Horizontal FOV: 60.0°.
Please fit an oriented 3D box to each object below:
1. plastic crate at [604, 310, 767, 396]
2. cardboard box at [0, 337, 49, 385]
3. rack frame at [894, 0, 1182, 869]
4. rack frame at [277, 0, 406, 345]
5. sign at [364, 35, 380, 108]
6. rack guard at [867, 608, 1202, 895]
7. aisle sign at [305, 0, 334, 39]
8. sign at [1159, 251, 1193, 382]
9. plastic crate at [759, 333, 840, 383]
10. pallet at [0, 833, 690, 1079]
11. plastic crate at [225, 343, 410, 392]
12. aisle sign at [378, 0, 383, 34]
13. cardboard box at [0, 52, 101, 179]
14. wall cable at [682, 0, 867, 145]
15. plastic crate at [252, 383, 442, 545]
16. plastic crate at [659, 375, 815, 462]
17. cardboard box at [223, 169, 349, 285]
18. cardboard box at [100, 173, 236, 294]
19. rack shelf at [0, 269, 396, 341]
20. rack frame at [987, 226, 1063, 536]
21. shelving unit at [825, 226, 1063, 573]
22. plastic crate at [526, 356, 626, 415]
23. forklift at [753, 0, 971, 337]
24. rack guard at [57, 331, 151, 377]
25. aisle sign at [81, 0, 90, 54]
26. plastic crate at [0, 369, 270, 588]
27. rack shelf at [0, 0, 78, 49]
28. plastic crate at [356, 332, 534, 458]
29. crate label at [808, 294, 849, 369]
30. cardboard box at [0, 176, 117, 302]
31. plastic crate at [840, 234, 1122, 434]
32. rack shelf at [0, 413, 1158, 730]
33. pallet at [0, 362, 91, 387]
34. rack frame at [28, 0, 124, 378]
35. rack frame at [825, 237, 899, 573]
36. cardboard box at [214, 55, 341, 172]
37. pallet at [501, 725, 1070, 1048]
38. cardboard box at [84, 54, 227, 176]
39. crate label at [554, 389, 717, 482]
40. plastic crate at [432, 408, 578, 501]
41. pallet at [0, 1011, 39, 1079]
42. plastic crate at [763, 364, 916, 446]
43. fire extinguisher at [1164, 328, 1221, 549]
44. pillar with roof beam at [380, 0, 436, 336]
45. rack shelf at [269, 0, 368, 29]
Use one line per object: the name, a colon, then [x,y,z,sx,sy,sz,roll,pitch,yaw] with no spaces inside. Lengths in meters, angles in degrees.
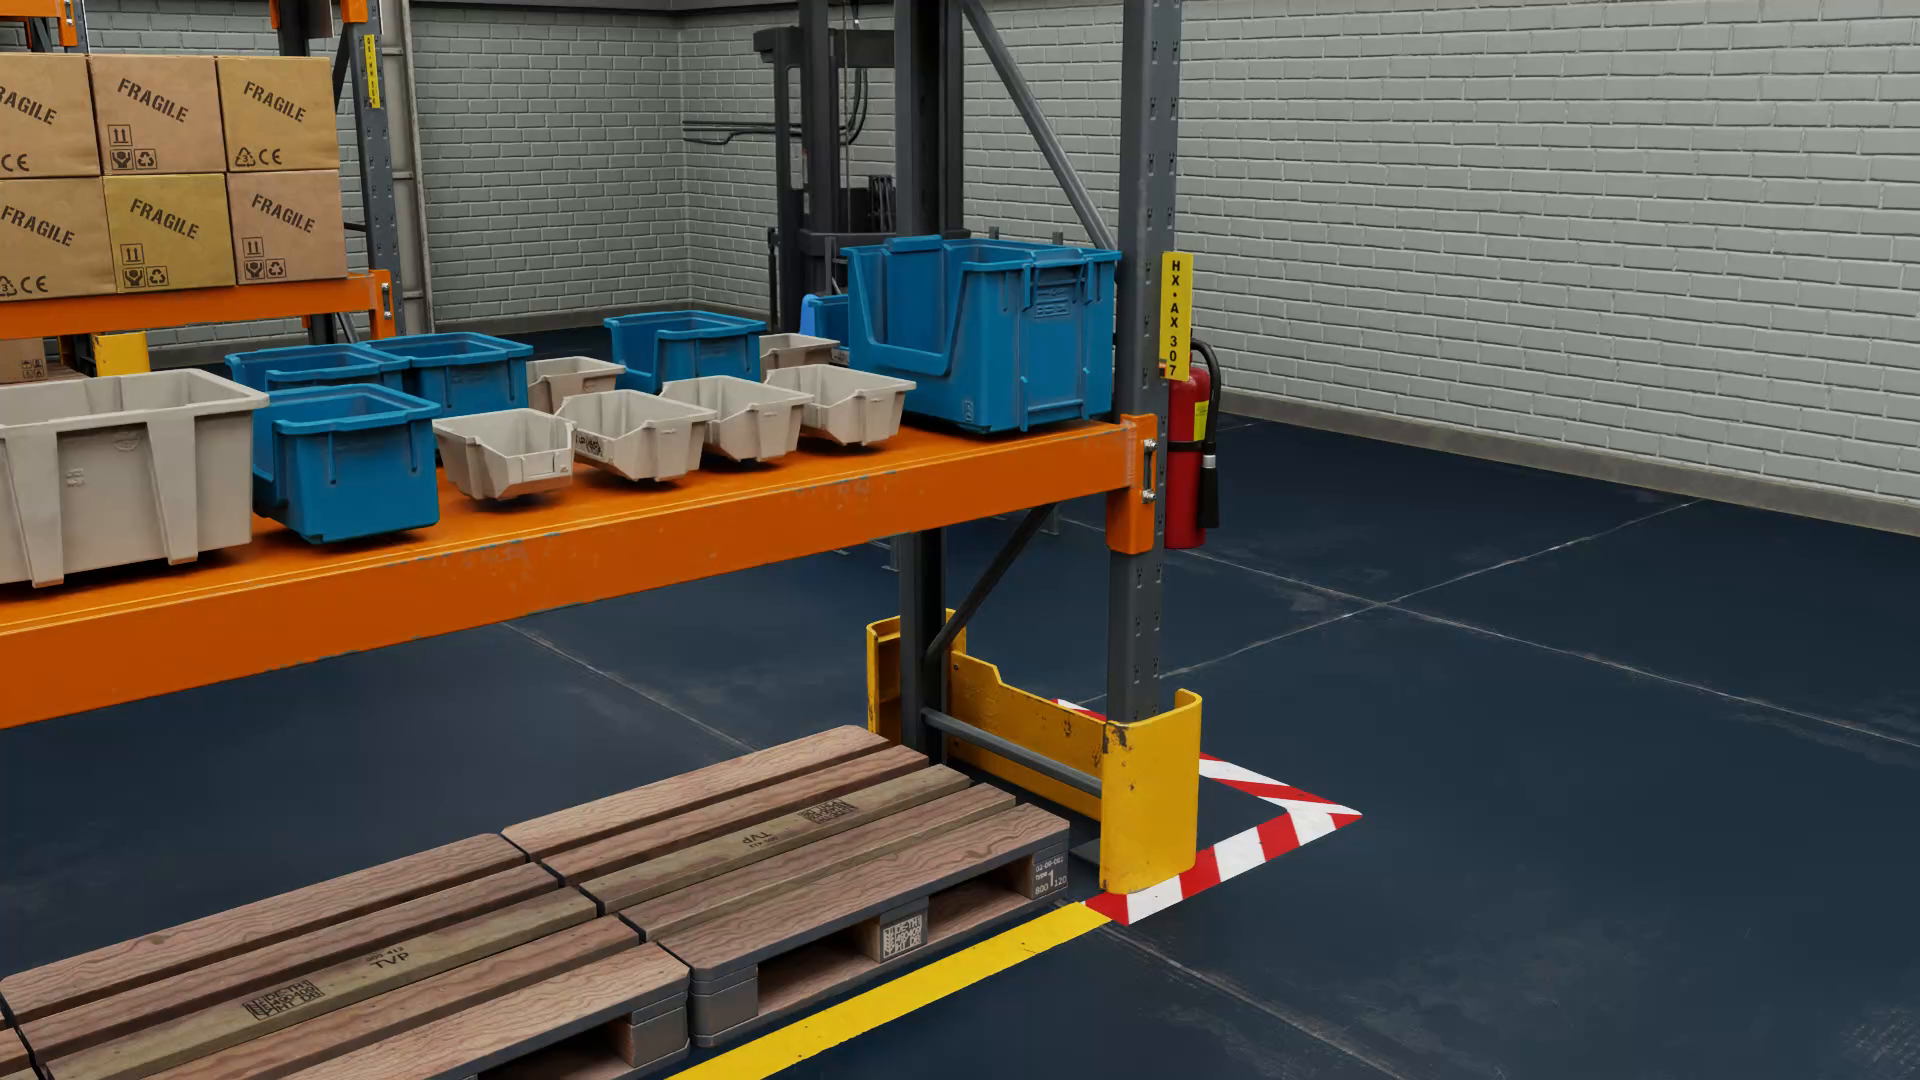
plastic crate: [-0.718,-0.459,4.363,0.300,0.233,0.416,-13,19,-39]
cardboard box: [-6.785,-1.386,11.655,0.500,0.500,0.700,-13,19,-39]
rack frame: [0.181,-0.600,4.683,0.127,3.000,1.000,-13,19,-39]
rack frame: [-3.068,-1.565,8.296,0.127,3.000,1.000,-13,19,-39]
sign: [-2.719,-2.165,7.688,0.005,0.325,0.100,-13,19,-39]
rack guard: [0.190,0.601,5.030,0.348,0.500,1.175,-13,19,-39]
aisle sign: [-3.209,-2.890,8.218,0.004,0.787,0.394,-13,19,-39]
sign: [0.554,-0.574,4.272,0.005,0.325,0.100,-13,19,-39]
plastic crate: [-0.518,-0.485,4.650,0.298,0.136,0.250,-13,19,-39]
pallet: [-1.387,1.085,3.779,1.213,0.211,1.003,-13,19,-39]
plastic crate: [-1.441,-0.296,3.755,0.300,0.233,0.416,-13,19,-39]
aisle sign: [-2.816,-2.773,7.780,0.004,0.787,0.394,-13,19,-39]
cardboard box: [-3.992,-1.793,7.018,0.500,0.500,0.500,-12,19,-38]
wall cable: [-1.821,-4.815,14.857,0.112,2.526,3.097,-13,19,-39]
plastic crate: [-1.200,-0.150,3.208,0.300,0.233,0.416,-13,19,-39]
plastic crate: [-0.544,-0.282,3.887,0.243,0.136,0.396,-13,19,-39]
cardboard box: [-3.227,-1.484,7.800,0.500,0.500,0.500,-12,19,-38]
cardboard box: [-3.616,-1.396,7.469,0.500,0.500,0.500,-12,19,-39]
rack shelf: [-4.577,-0.878,7.120,4.000,0.370,1.077,-13,19,-39]
rack frame: [0.319,-0.796,8.325,0.032,1.500,0.500,-13,19,-39]
shelving unit: [-0.064,-0.710,8.002,1.048,1.500,0.538,-13,19,-39]
plastic crate: [-1.030,-0.371,4.220,0.298,0.136,0.250,-13,19,-39]
forklift: [-0.586,-1.951,9.876,1.130,2.935,3.031,-4,16,-16]
rack guard: [-6.305,-1.325,12.242,0.348,0.500,1.175,-13,19,-39]
aisle sign: [-6.071,-3.738,11.395,0.004,0.787,0.394,-13,19,-39]
plastic crate: [-1.564,-0.117,2.988,0.530,0.282,0.437,-13,19,-39]
rack shelf: [-7.831,-3.291,10.341,4.000,0.370,1.077,-13,19,-39]
plastic crate: [-1.215,-0.347,3.945,0.300,0.233,0.416,-13,19,-39]
crate label: [-0.222,-0.570,4.780,0.303,0.233,0.416,-13,19,-39]
cardboard box: [-3.996,-1.312,7.156,0.500,0.500,0.500,-12,19,-39]
plastic crate: [0.051,-0.553,4.322,0.499,0.435,0.616,-13,19,-39]
rack shelf: [-1.328,0.087,3.508,4.000,0.370,1.077,-13,19,-39]
pallet: [-6.875,-1.031,11.699,1.213,0.211,1.003,-13,19,-39]
rack frame: [-6.323,-2.529,11.904,0.127,3.000,1.000,-13,19,-39]
rack frame: [-0.448,-0.624,7.680,0.032,1.500,0.500,-13,19,-39]
cardboard box: [-3.223,-1.967,7.671,0.500,0.500,0.500,-13,20,-40]
pallet: [-0.467,0.880,4.548,1.213,0.211,1.003,-13,19,-39]
cardboard box: [-3.604,-1.881,7.350,0.500,0.500,0.500,-12,19,-38]
crate label: [-0.738,-0.230,3.693,0.243,0.136,0.396,-13,19,-39]
plastic crate: [-0.949,-0.176,3.491,0.250,0.136,0.298,-13,19,-39]
pallet: [-2.308,1.293,3.001,1.213,0.211,1.003,-13,19,-39]
plastic crate: [-0.316,-0.328,4.060,0.243,0.136,0.396,-13,19,-39]
fire extinguisher: [0.593,-0.319,4.506,0.183,0.674,0.296,-13,19,-39]
pillar with roof beam: [-2.028,-5.215,10.335,0.400,9.000,9.100,-13,19,-39]
rack shelf: [-4.577,-2.328,6.733,4.000,0.370,1.077,-13,19,-39]
